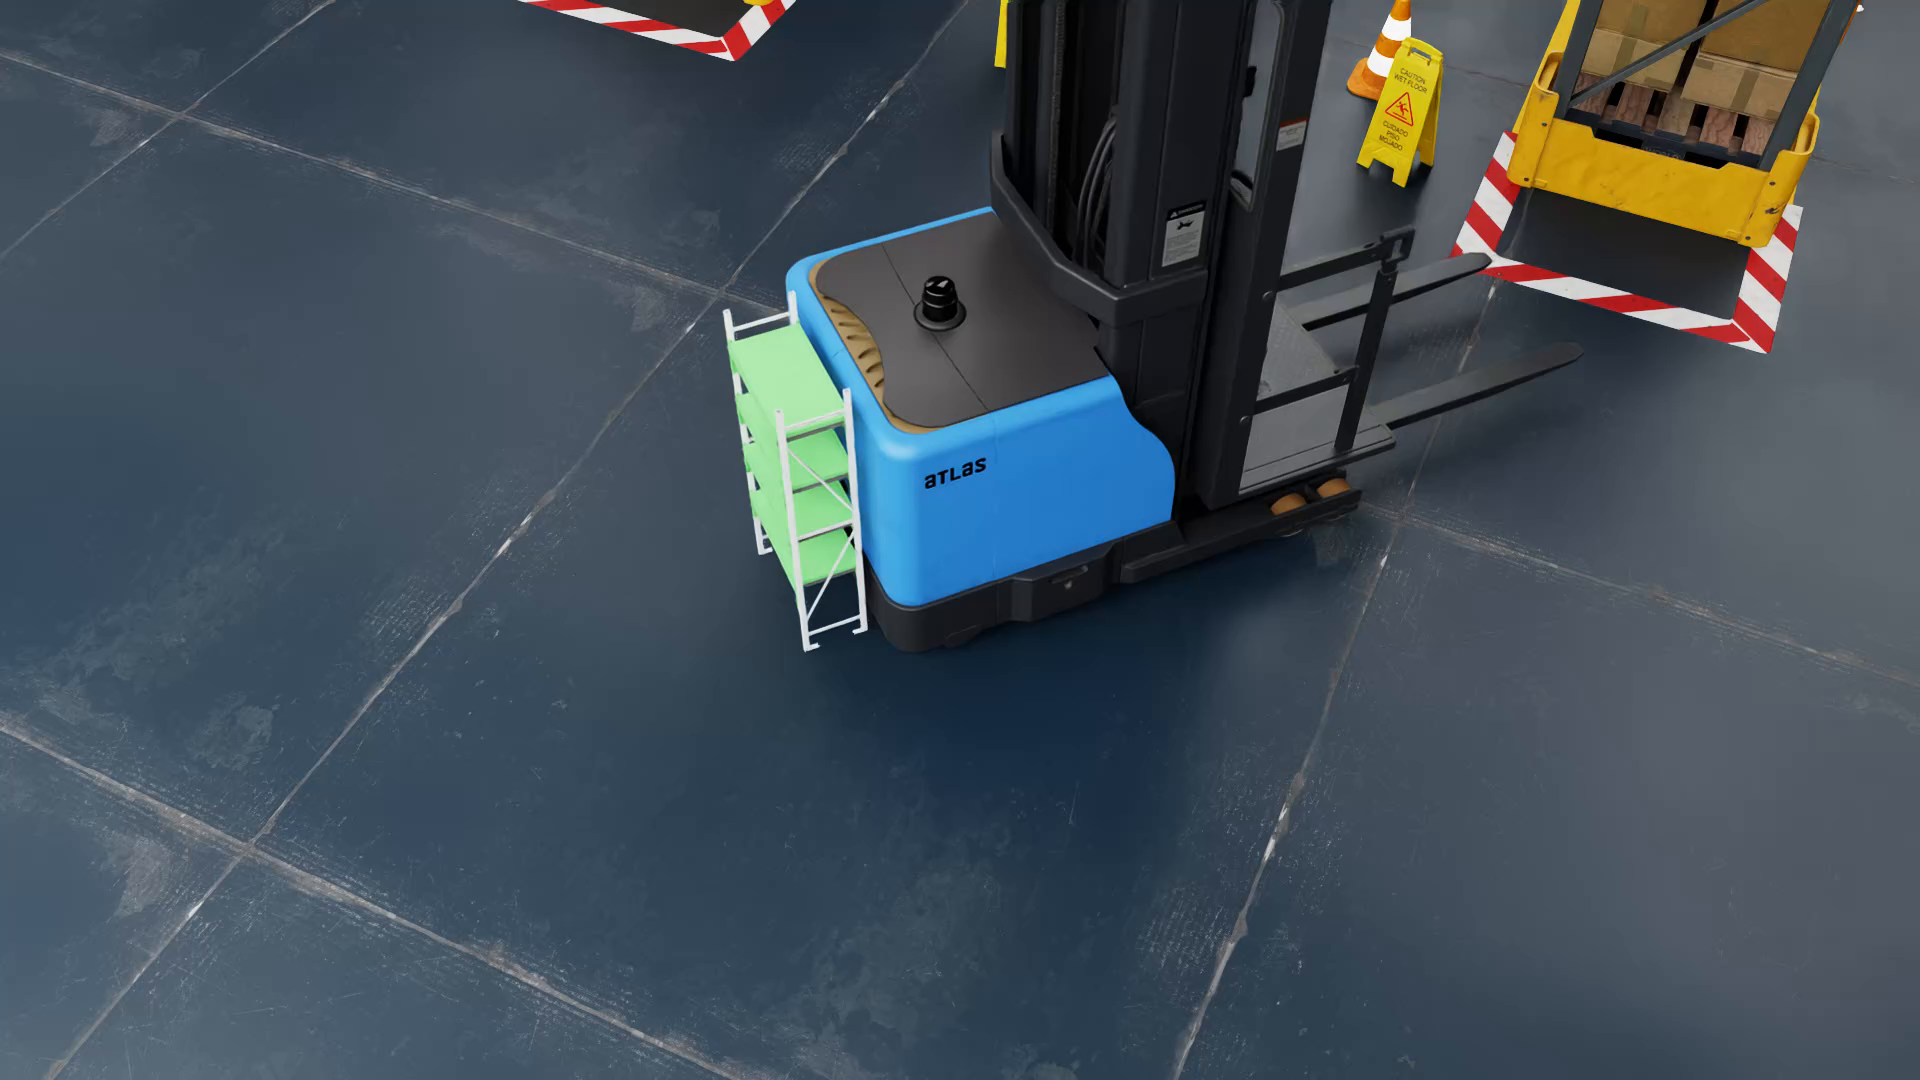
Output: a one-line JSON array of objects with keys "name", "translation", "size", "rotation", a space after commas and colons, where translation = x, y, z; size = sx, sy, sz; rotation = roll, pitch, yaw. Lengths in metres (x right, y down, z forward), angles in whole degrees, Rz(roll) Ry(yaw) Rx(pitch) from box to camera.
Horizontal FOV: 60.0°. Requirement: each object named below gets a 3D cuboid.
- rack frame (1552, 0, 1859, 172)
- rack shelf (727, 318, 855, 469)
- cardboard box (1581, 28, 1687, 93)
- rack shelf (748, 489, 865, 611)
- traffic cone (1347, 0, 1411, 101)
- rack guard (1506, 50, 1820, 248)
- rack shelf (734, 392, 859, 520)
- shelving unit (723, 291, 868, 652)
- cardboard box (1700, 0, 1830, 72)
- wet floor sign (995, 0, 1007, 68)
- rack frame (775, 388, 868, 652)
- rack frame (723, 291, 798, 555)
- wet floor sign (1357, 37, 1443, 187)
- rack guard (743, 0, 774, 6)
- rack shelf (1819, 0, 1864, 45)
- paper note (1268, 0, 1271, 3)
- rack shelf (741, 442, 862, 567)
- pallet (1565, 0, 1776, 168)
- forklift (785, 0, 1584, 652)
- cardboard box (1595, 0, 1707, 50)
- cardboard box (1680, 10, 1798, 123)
[{"name": "rack frame", "translation": [3.071, -2.502, 6.410], "size": [1.000, 3.000, 0.127], "rotation": [20, 52, 16]}, {"name": "rack shelf", "translation": [-0.543, -0.473, 5.318], "size": [0.258, 0.148, 0.480], "rotation": [-19, 52, -15]}, {"name": "cardboard box", "translation": [3.184, -2.408, 7.859], "size": [0.500, 0.250, 0.500], "rotation": [20, 52, 16]}, {"name": "rack shelf", "translation": [-0.543, -0.006, 5.866], "size": [0.258, 0.148, 0.480], "rotation": [-19, 52, -15]}, {"name": "traffic cone", "translation": [2.089, -2.396, 7.985], "size": [0.336, 0.463, 0.334], "rotation": [20, 52, 16]}, {"name": "rack guard", "translation": [3.104, -1.745, 7.406], "size": [1.175, 0.500, 0.348], "rotation": [20, 52, 16]}, {"name": "rack shelf", "translation": [-0.543, -0.317, 5.501], "size": [0.258, 0.148, 0.480], "rotation": [-19, 52, -15]}, {"name": "shelving unit", "translation": [-0.543, -0.203, 5.635], "size": [0.258, 1.200, 0.503], "rotation": [-19, 52, -15]}, {"name": "cardboard box", "translation": [3.676, -2.473, 7.422], "size": [0.500, 0.500, 0.500], "rotation": [18, 52, 15]}, {"name": "wet floor sign", "translation": [0.331, -2.616, 8.053], "size": [0.267, 0.644, 0.232], "rotation": [12, 51, 10]}, {"name": "rack frame", "translation": [-0.444, -0.033, 5.490], "size": [0.240, 1.200, 0.015], "rotation": [-19, 52, -15]}, {"name": "rack frame", "translation": [-0.642, -0.373, 5.780], "size": [0.240, 1.200, 0.015], "rotation": [-19, 52, -15]}, {"name": "wet floor sign", "translation": [2.023, -1.957, 7.491], "size": [0.232, 0.644, 0.267], "rotation": [-37, 59, -27]}, {"name": "rack guard", "translation": [-1.458, -3.217, 8.659], "size": [1.175, 0.500, 0.348], "rotation": [20, 52, 16]}, {"name": "rack shelf", "translation": [3.926, -3.647, 7.856], "size": [1.077, 0.370, 4.000], "rotation": [20, 52, 16]}, {"name": "paper note", "translation": [1.675, -2.839, 8.646], "size": [0.148, 0.019, 0.142], "rotation": [4, 50, 3]}, {"name": "rack shelf", "translation": [-0.543, -0.162, 5.684], "size": [0.258, 0.148, 0.480], "rotation": [-19, 52, -15]}, {"name": "pallet", "translation": [3.483, -2.199, 7.983], "size": [1.003, 0.211, 1.213], "rotation": [20, 52, 16]}, {"name": "forklift", "translation": [0.955, -1.315, 5.445], "size": [3.031, 2.935, 1.130], "rotation": [-19, 52, -15]}, {"name": "cardboard box", "translation": [3.178, -2.627, 7.553], "size": [0.500, 0.500, 0.500], "rotation": [20, 53, 16]}, {"name": "cardboard box", "translation": [3.666, -2.213, 7.693], "size": [0.500, 0.250, 0.500], "rotation": [19, 52, 16]}]
